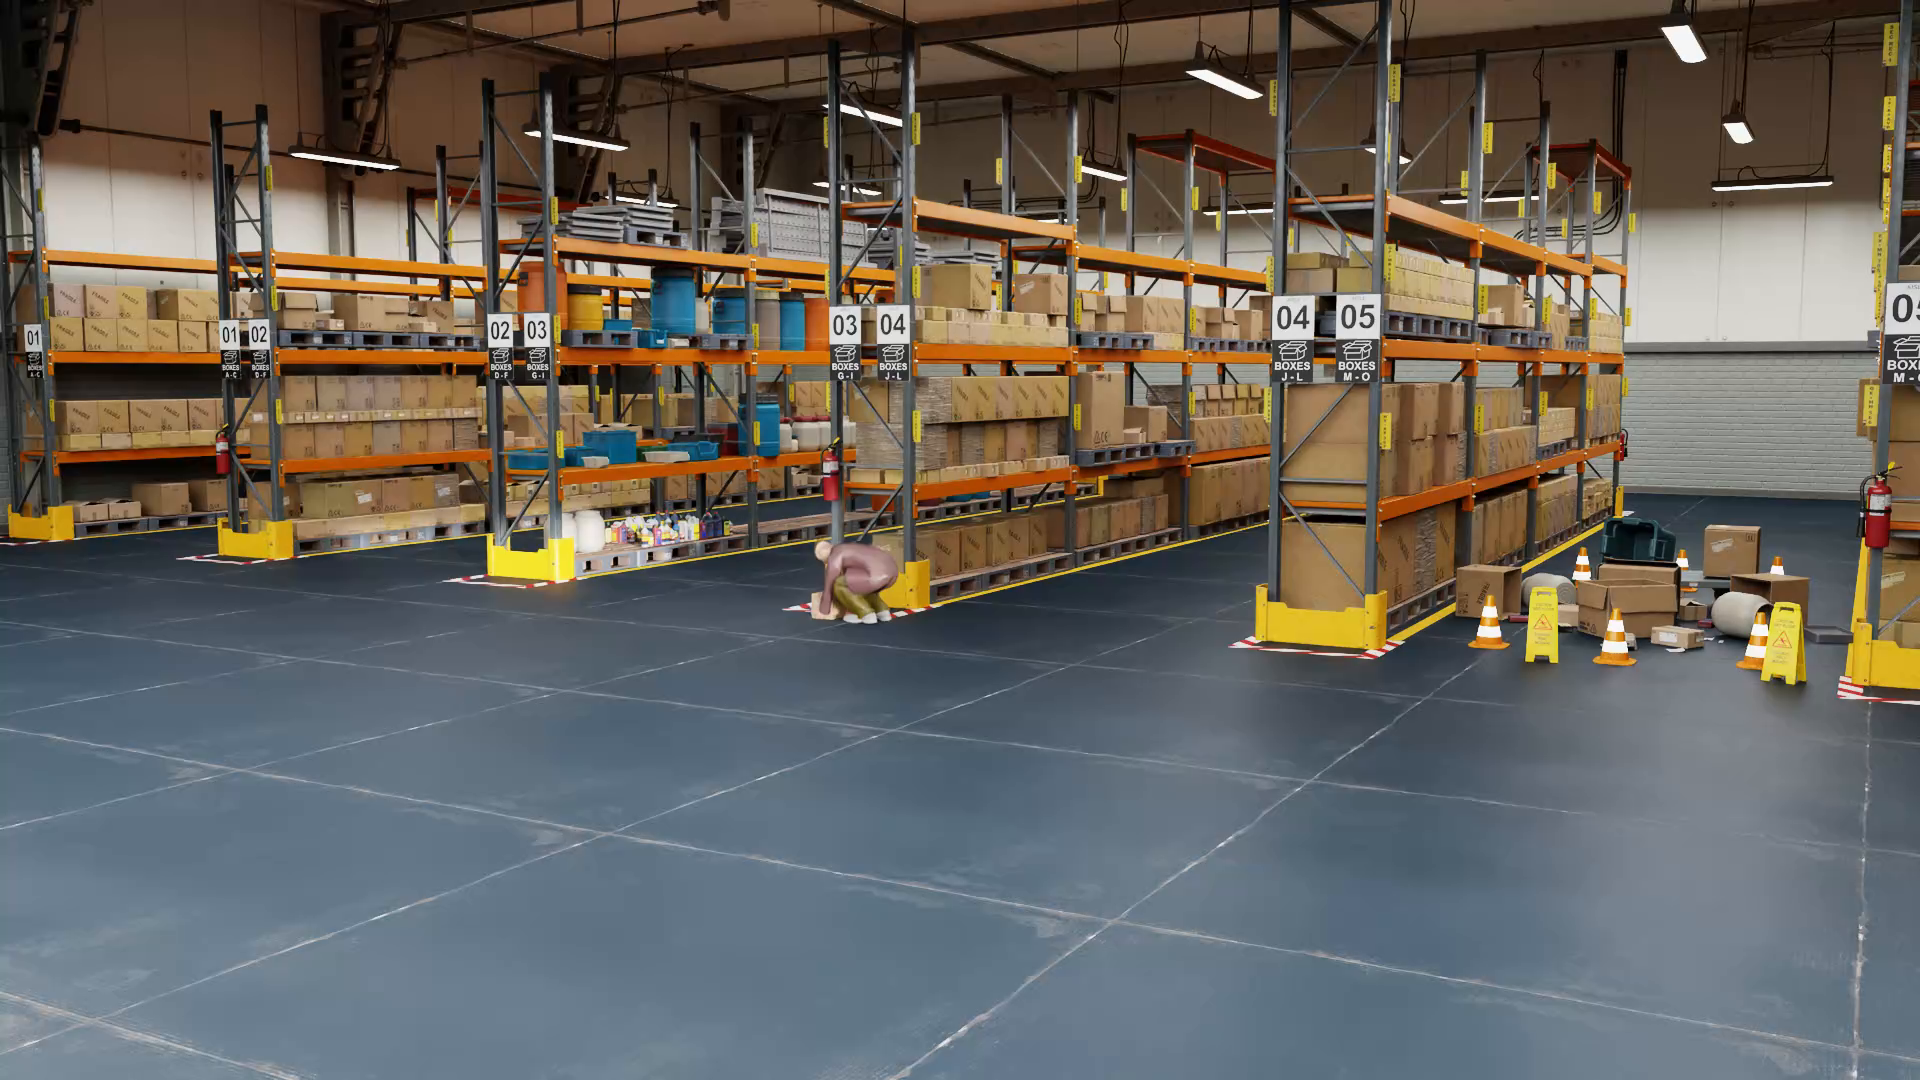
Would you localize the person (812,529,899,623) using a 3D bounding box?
[{"bbox_3d":[-1.057,0.349,16.801,0.947,0.943,0.595,3,7,31],"label":"person"}]
